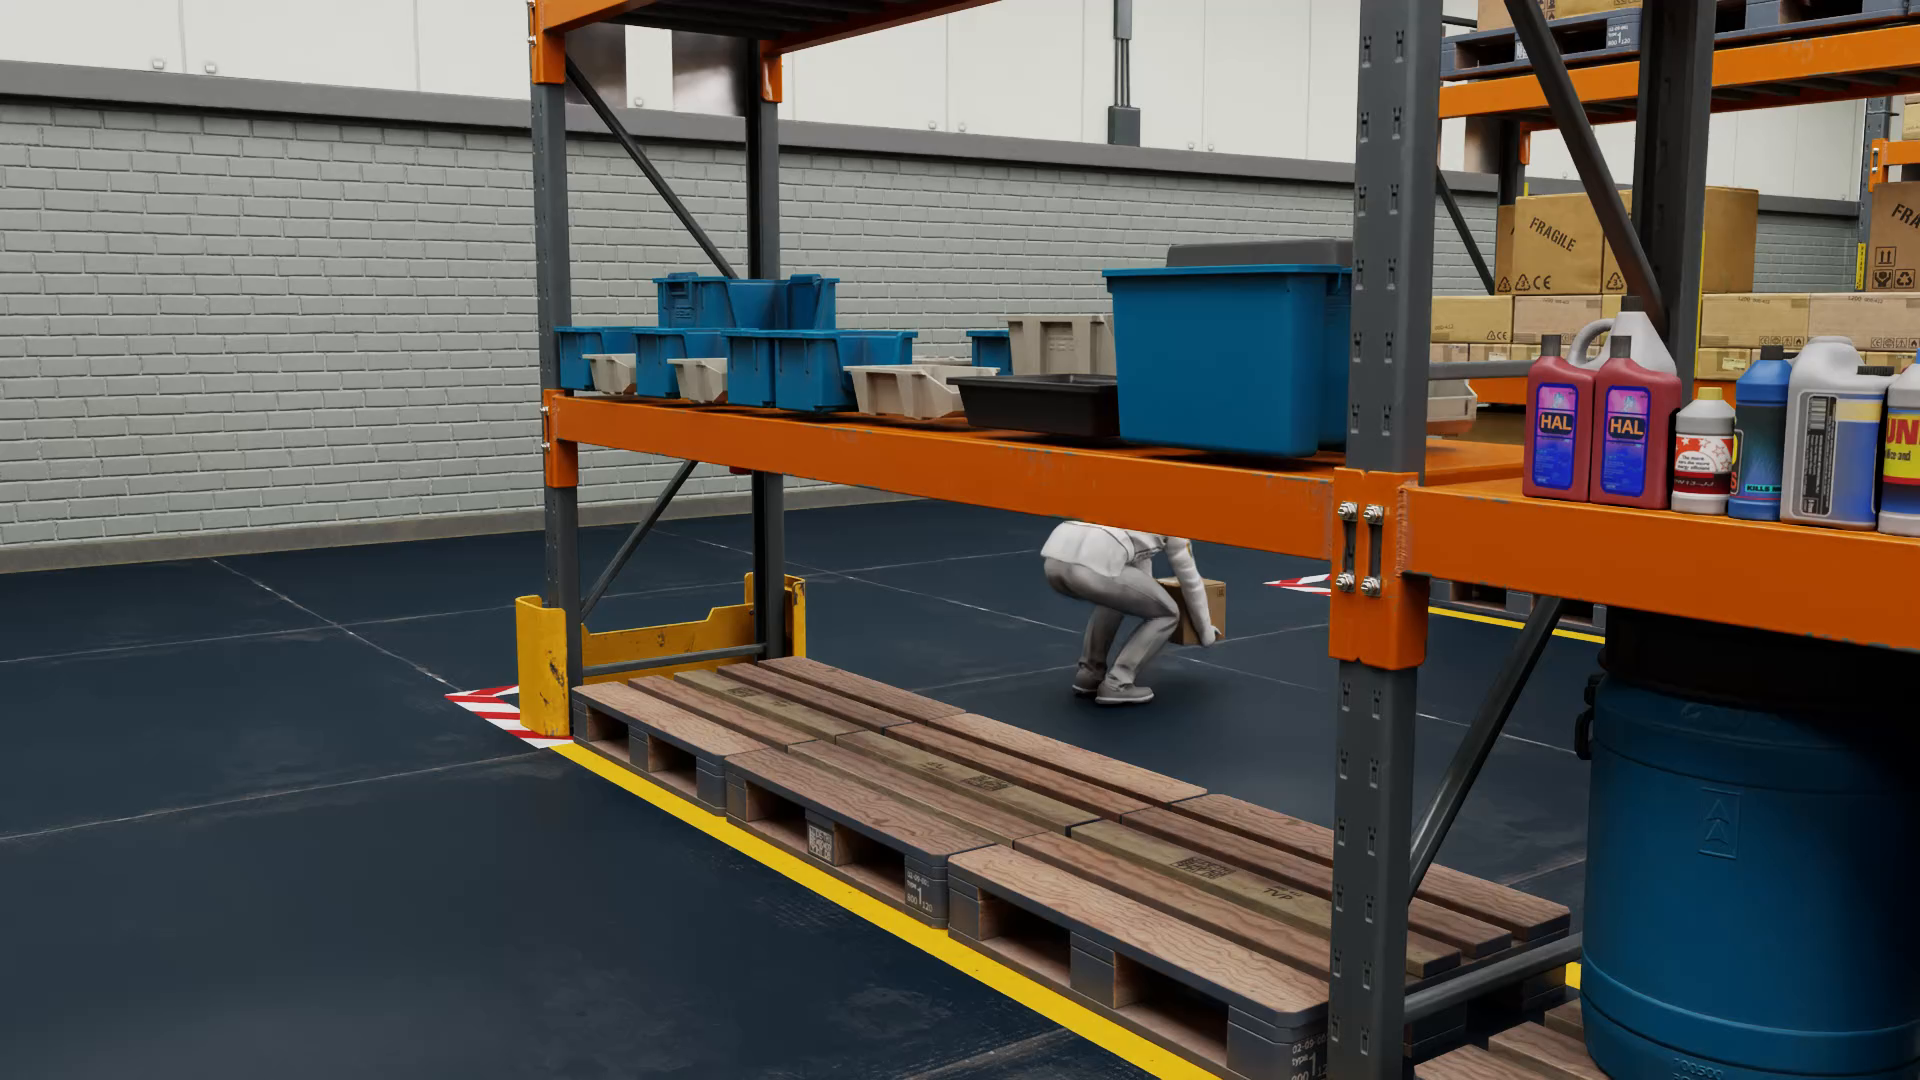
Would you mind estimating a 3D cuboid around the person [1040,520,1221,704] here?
[{"bbox_3d":[0.738,0.174,7.070,0.889,0.982,0.457,-6,10,-38],"label":"person"}]
